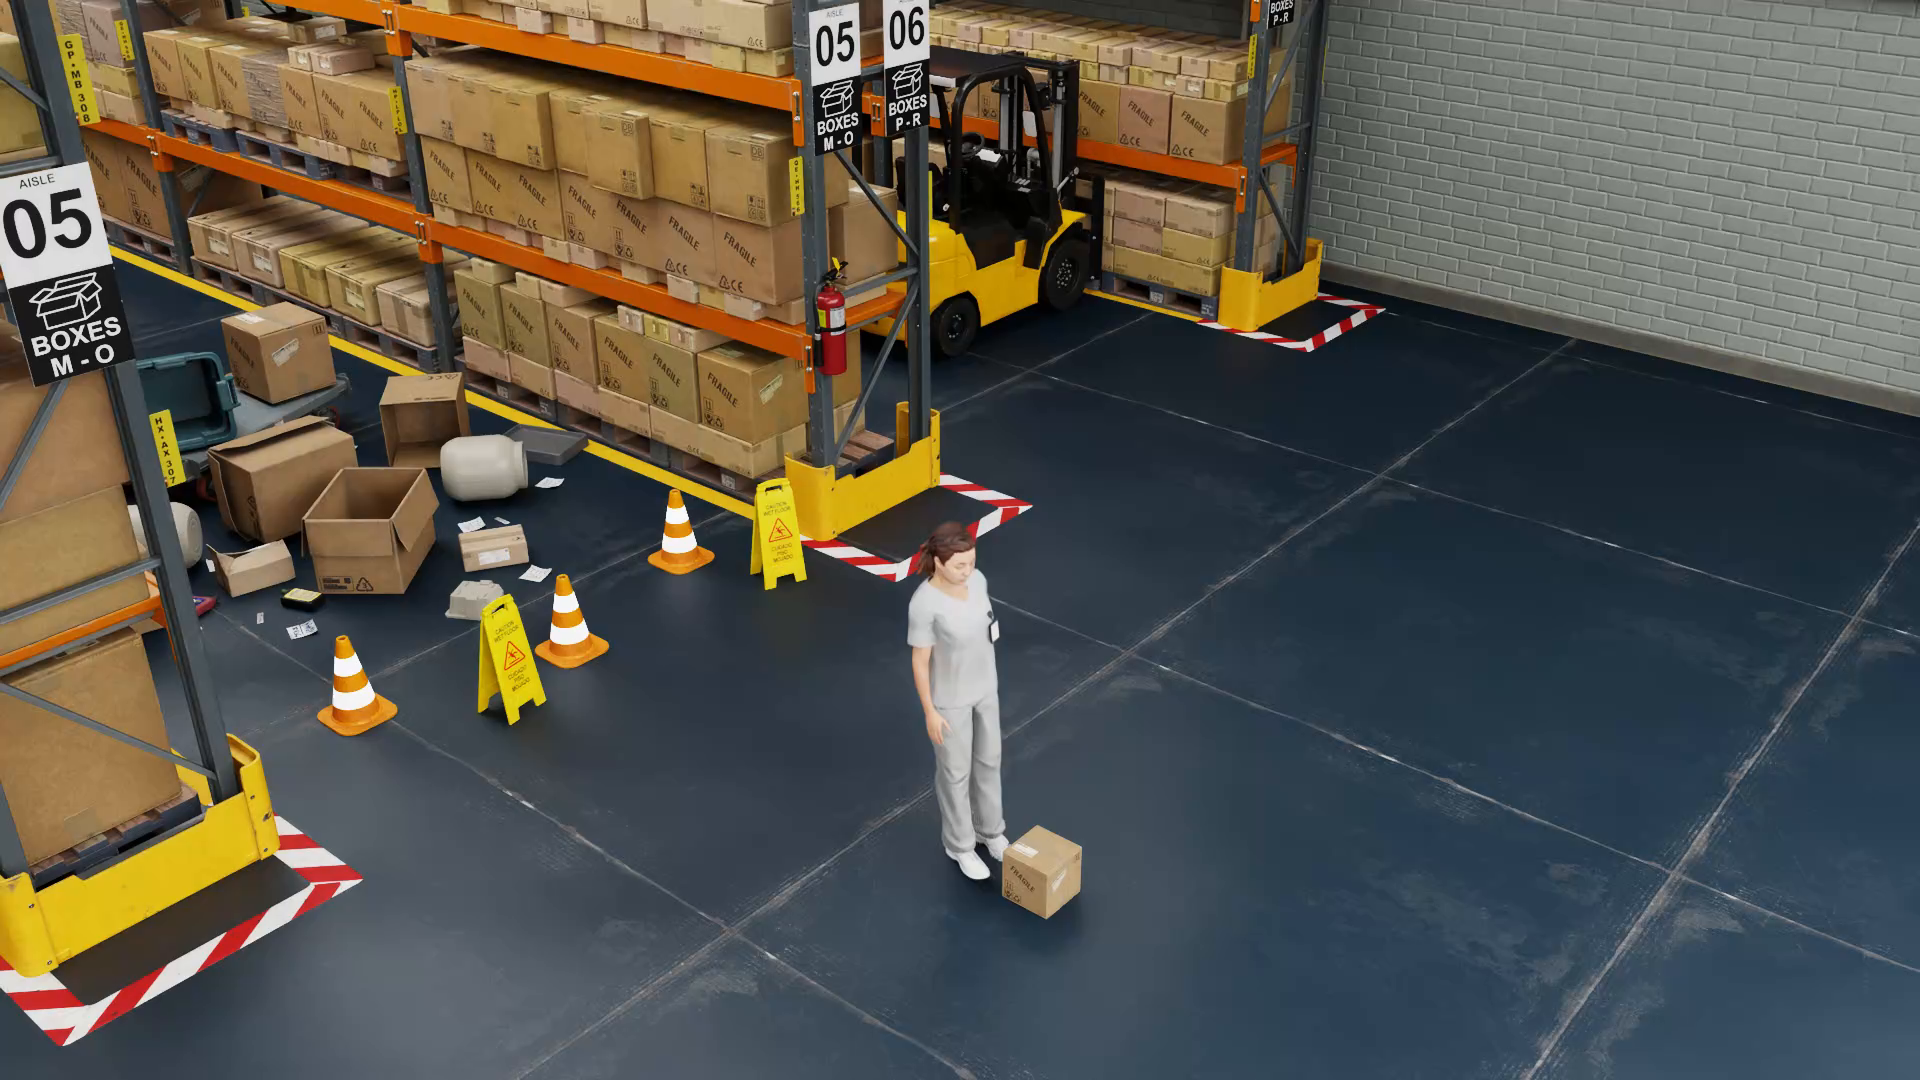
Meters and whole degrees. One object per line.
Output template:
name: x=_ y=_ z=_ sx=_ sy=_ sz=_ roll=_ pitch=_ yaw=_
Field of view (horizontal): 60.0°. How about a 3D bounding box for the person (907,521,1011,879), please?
person: x=0.012 y=0.699 z=7.260 sx=0.473 sy=1.711 sz=0.475 roll=-24 pitch=36 yaw=-38
